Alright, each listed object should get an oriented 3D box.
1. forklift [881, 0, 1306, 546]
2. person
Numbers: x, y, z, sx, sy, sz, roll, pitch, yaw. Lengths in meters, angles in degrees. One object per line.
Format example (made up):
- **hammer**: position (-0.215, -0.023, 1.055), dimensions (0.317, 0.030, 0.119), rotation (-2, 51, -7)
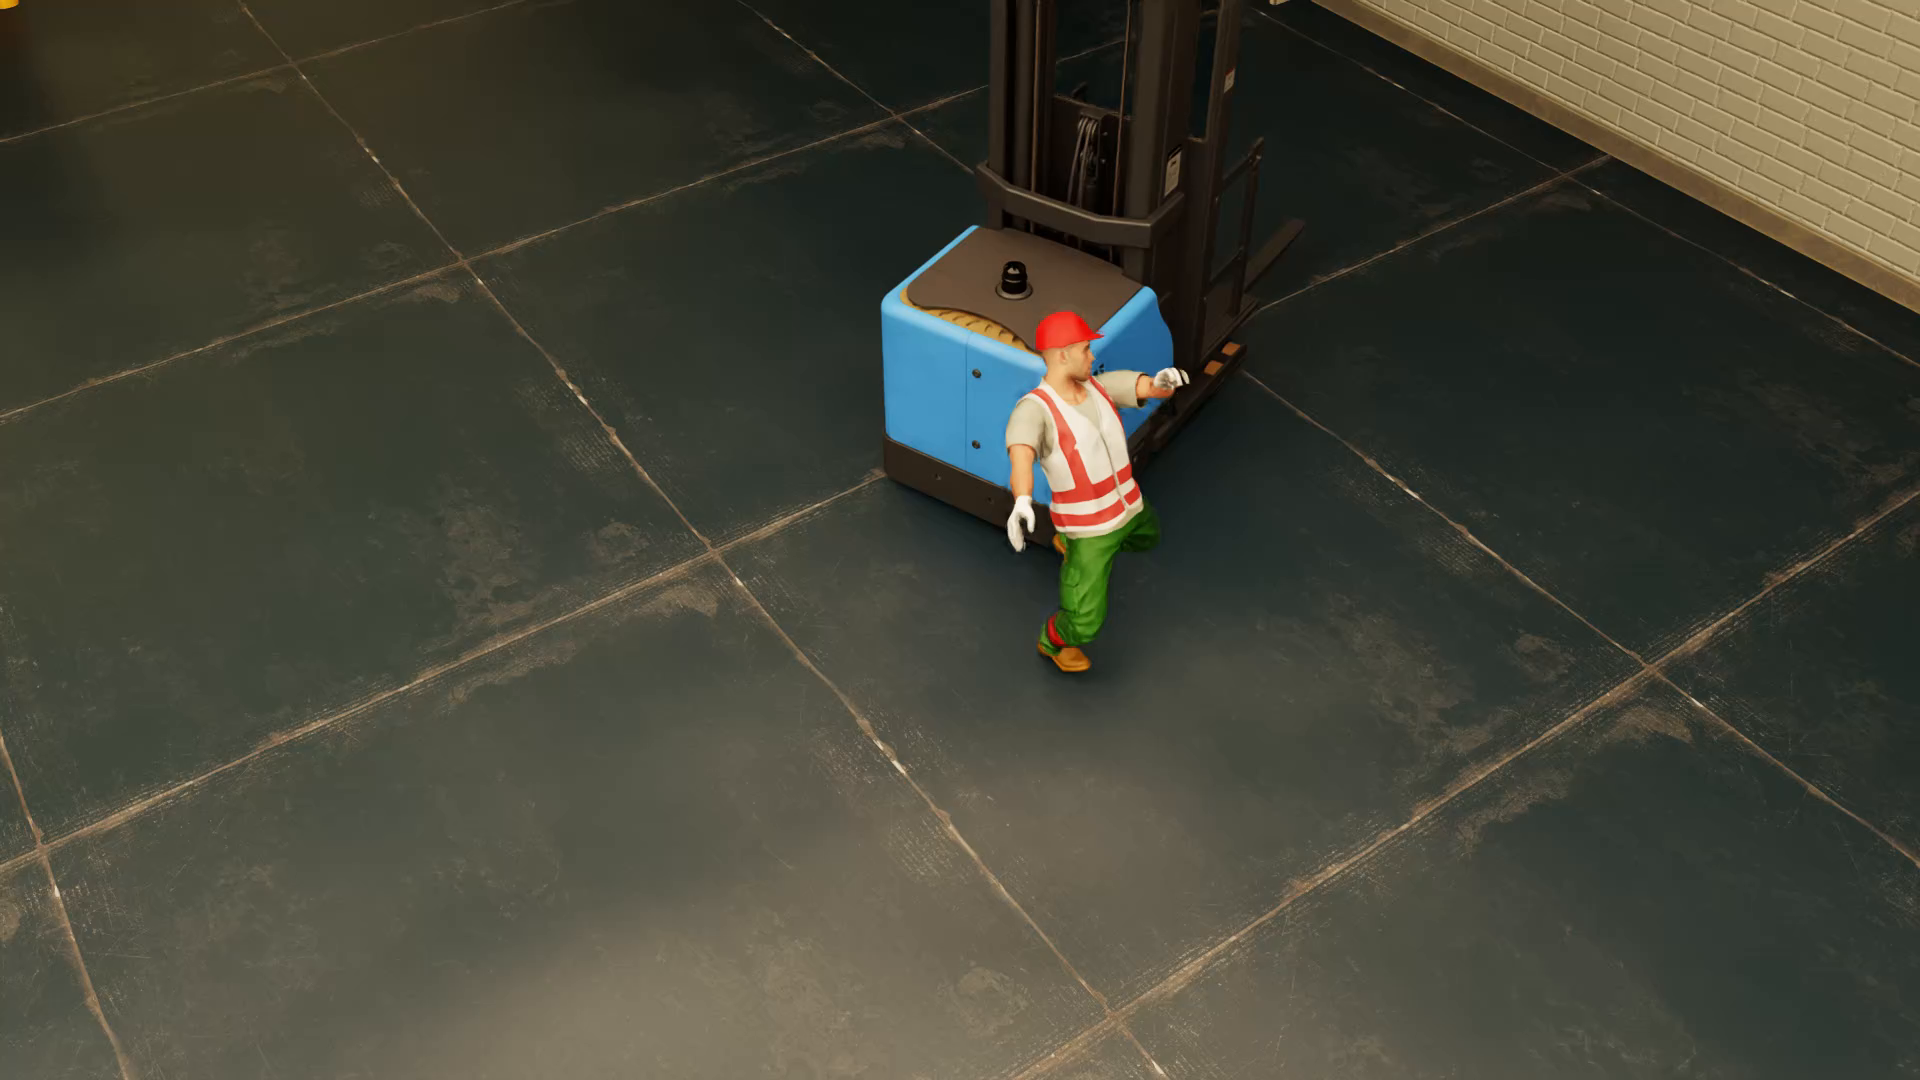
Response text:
- **forklift**: position (0.863, -2.017, 7.904), dimensions (1.130, 2.935, 3.031), rotation (24, 48, 24)
- **person**: position (0.436, -0.070, 6.769), dimensions (0.725, 1.548, 1.101), rotation (25, 48, 25)
